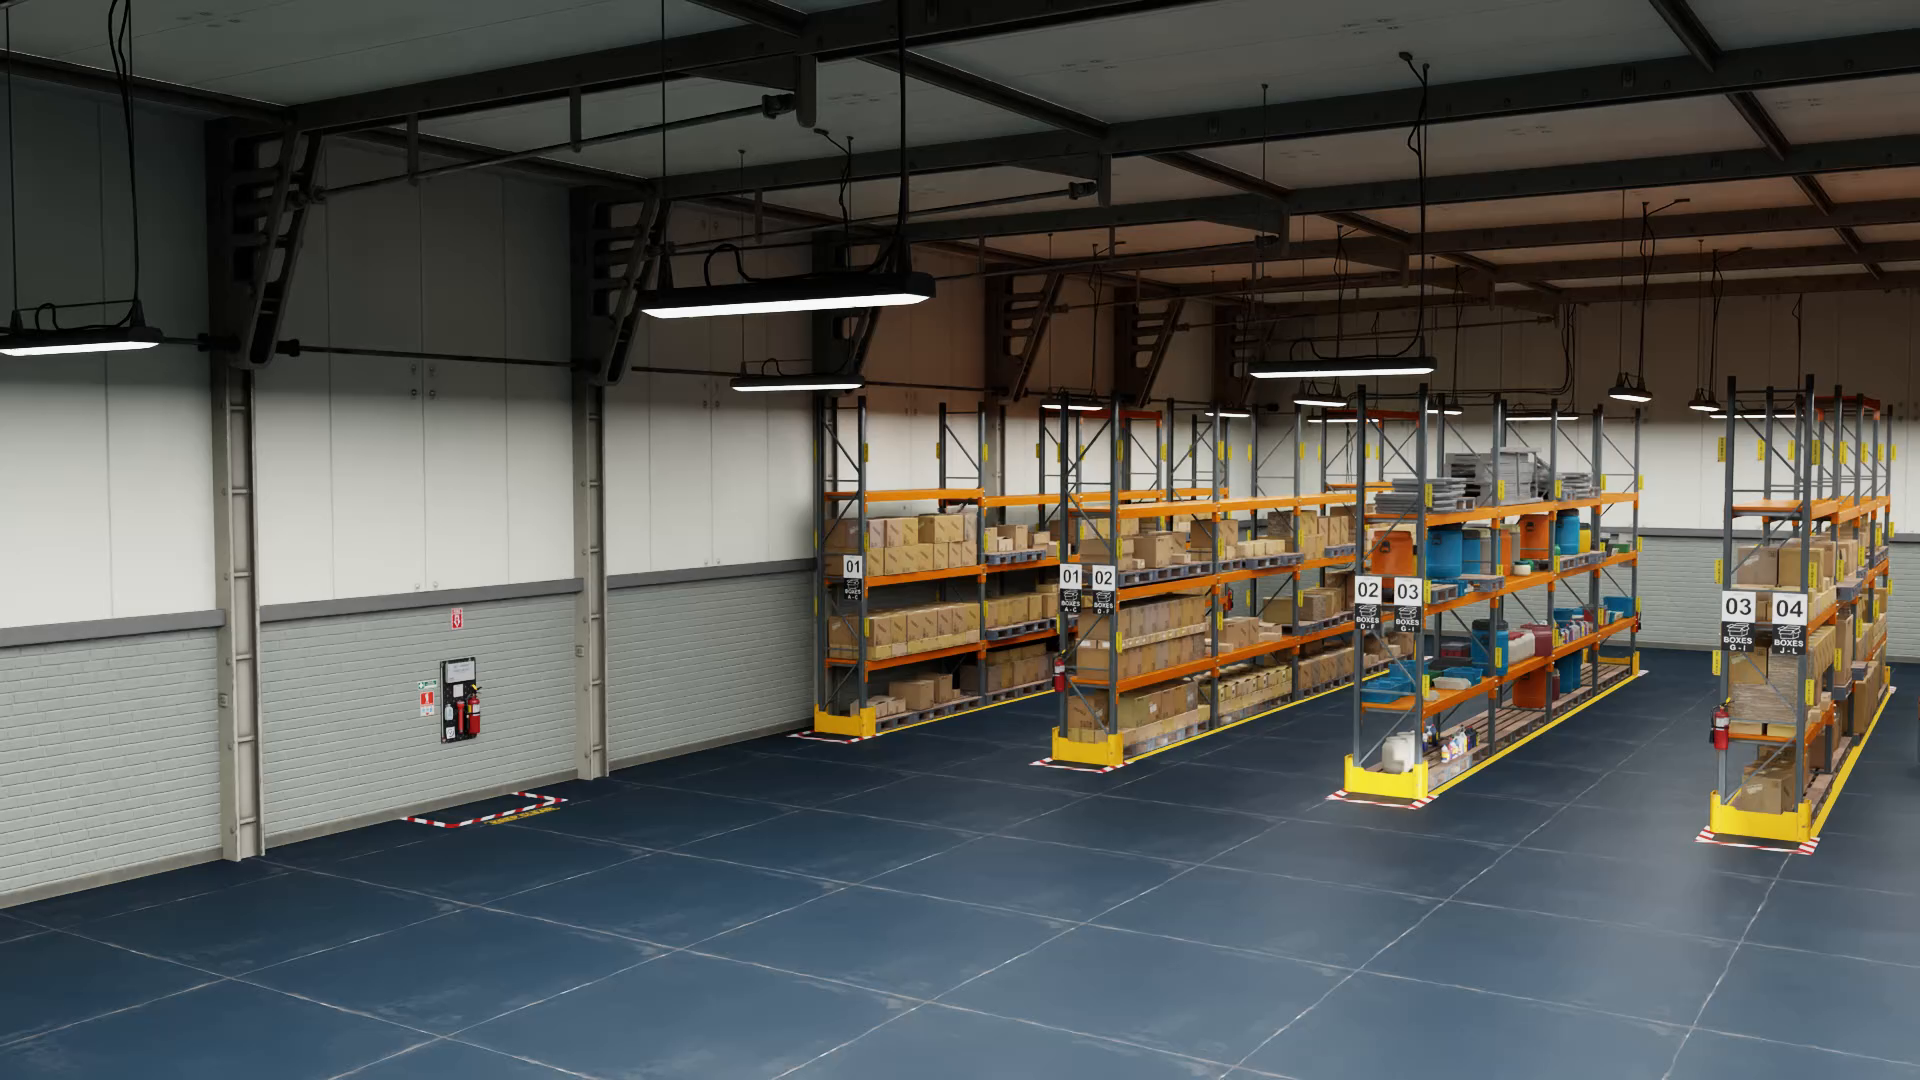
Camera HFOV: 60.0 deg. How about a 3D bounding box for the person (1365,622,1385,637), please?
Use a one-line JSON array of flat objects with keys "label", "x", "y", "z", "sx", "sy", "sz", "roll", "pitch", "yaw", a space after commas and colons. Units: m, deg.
[{"label": "person", "x": 10.636, "y": 1.882, "z": 42.547, "sx": 0.626, "sy": 1.761, "sz": 0.675, "roll": -2, "pitch": 4, "yaw": -39}]
